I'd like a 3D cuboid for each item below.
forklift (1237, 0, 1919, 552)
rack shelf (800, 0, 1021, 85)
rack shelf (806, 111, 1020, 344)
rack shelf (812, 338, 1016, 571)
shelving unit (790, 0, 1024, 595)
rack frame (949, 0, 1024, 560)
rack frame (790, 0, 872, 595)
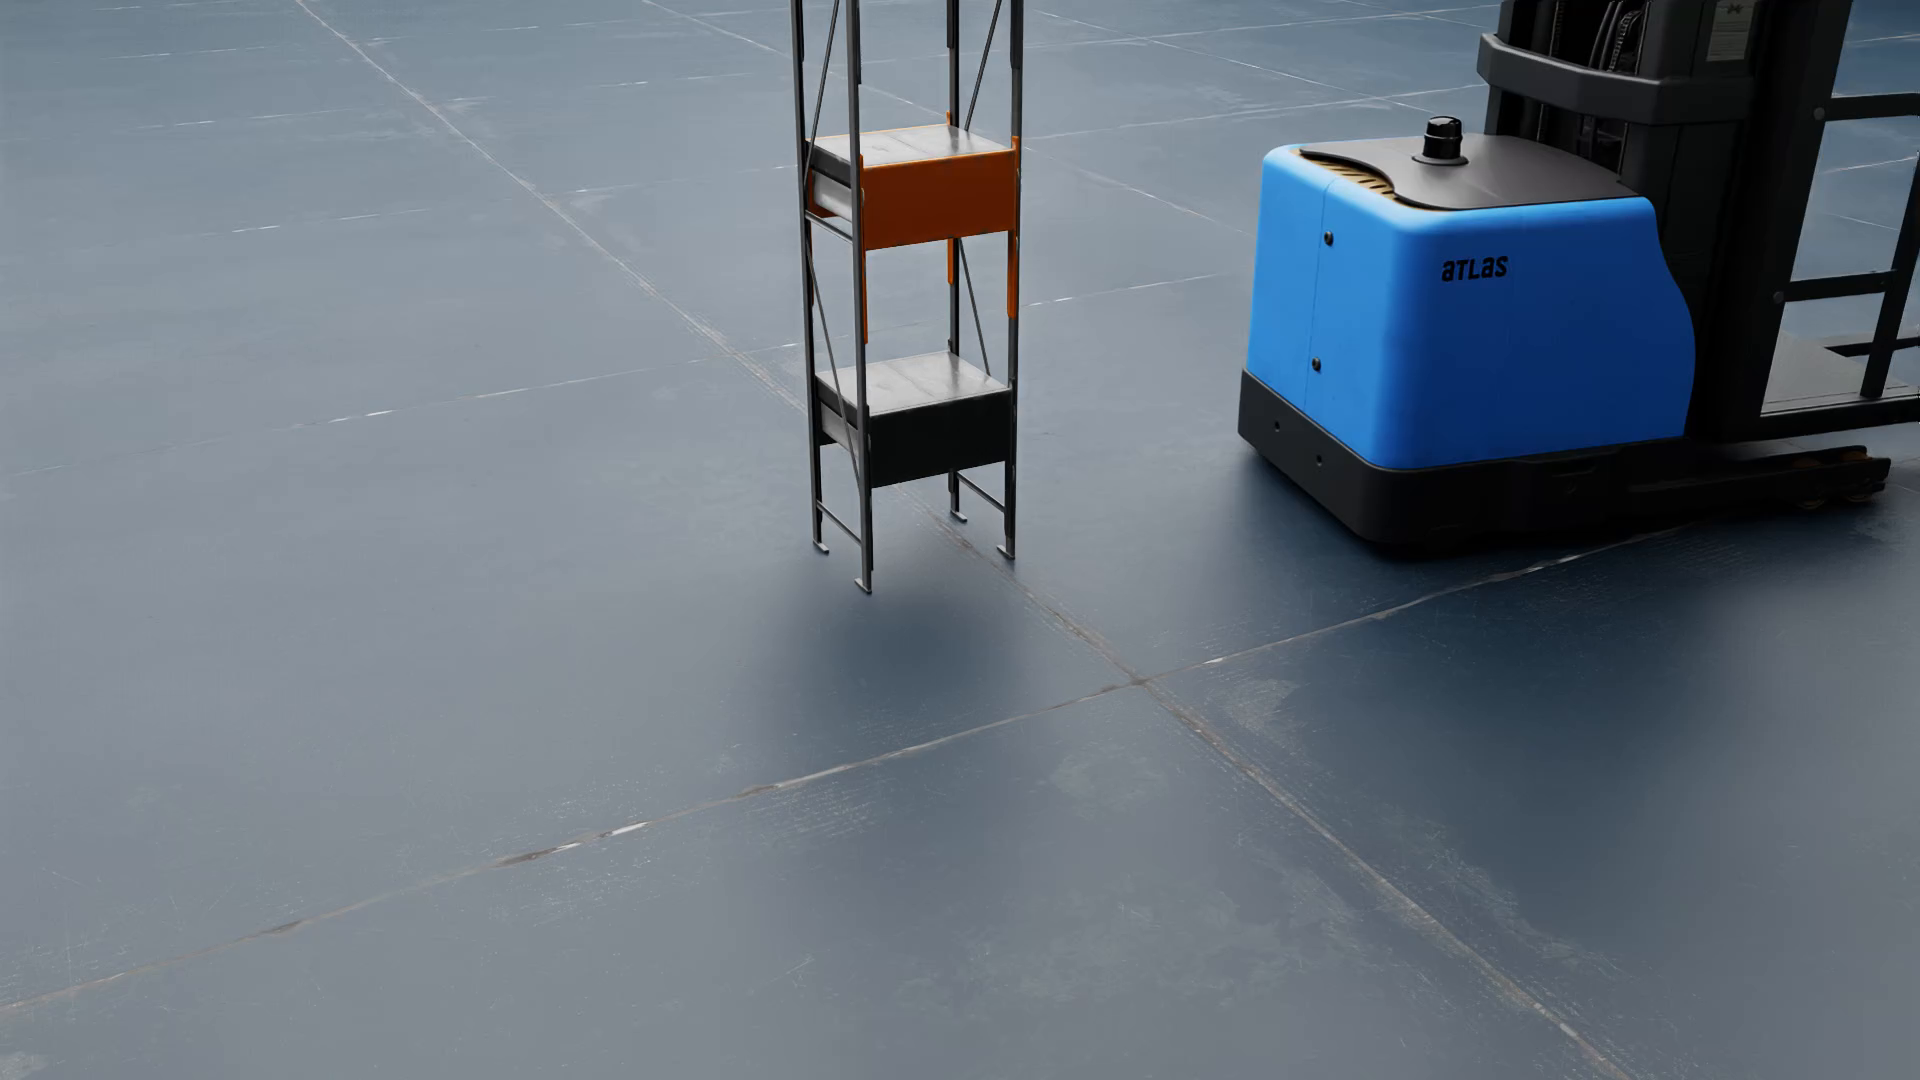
[{"bbox_3d":[2.556,-1.634,5.266,3.031,2.935,1.130,-7,27,-15],"label":"forklift"},{"bbox_3d":[-0.146,-1.532,4.428,0.480,0.518,0.431,-13,29,-25],"label":"rack shelf"},{"bbox_3d":[-0.146,-0.901,4.731,0.480,0.518,0.431,-13,29,-25],"label":"rack shelf"},{"bbox_3d":[-0.146,-0.270,5.034,0.480,0.518,0.431,-13,29,-25],"label":"rack shelf"},{"bbox_3d":[-0.146,-0.913,4.725,0.503,2.100,0.431,-13,29,-25],"label":"shelving unit"},{"bbox_3d":[0.069,-0.963,4.829,0.015,2.100,0.400,-13,29,-25],"label":"rack frame"},{"bbox_3d":[-0.361,-0.863,4.622,0.015,2.100,0.400,-13,29,-25],"label":"rack frame"}]
